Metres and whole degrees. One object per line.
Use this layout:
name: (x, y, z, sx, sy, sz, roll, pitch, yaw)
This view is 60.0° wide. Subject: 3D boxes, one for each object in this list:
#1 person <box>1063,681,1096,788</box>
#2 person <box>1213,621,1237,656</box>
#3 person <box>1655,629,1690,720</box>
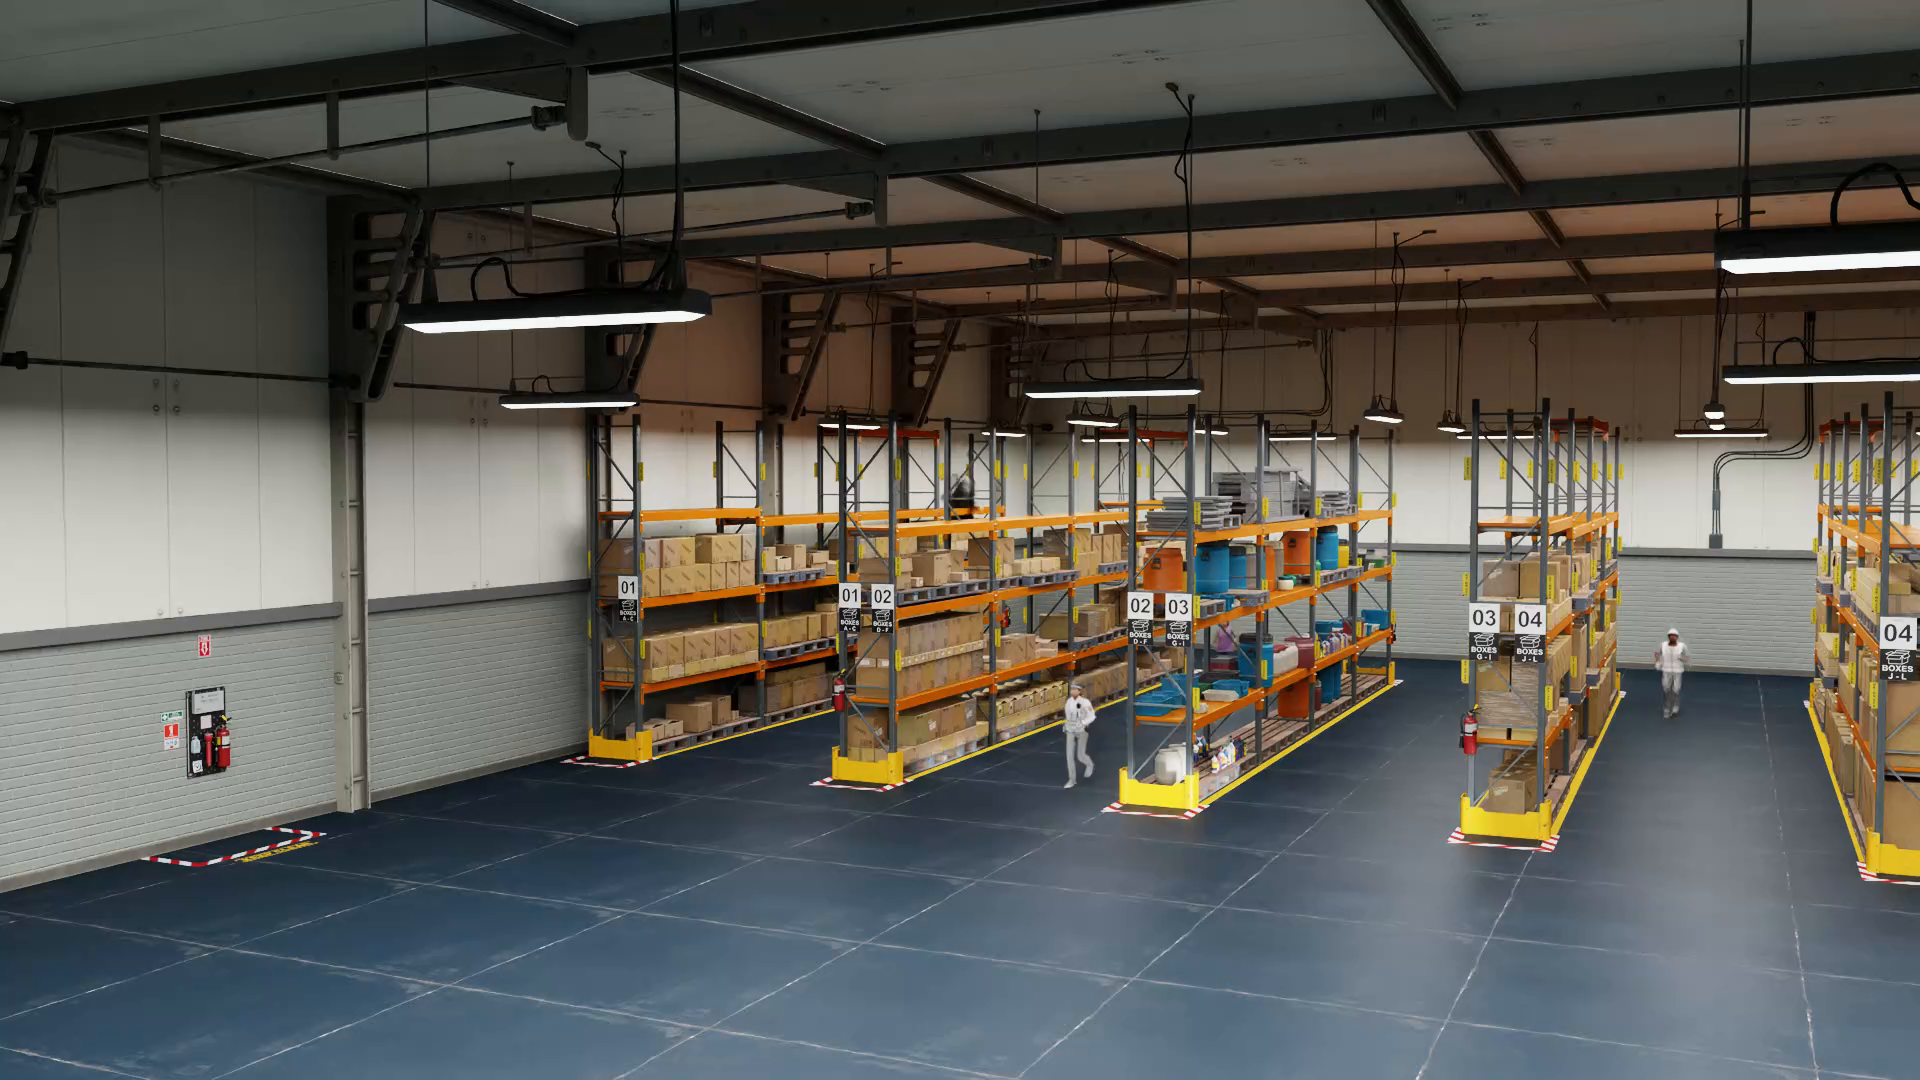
person: (1.905, 3.077, 26.534, 0.614, 1.694, 0.763, 2, 3, 35)
person: (6.176, 2.616, 38.821, 0.545, 1.592, 0.843, 1, 2, 14)
person: (14.478, 2.724, 33.805, 0.659, 1.840, 0.733, 1, 3, 23)
